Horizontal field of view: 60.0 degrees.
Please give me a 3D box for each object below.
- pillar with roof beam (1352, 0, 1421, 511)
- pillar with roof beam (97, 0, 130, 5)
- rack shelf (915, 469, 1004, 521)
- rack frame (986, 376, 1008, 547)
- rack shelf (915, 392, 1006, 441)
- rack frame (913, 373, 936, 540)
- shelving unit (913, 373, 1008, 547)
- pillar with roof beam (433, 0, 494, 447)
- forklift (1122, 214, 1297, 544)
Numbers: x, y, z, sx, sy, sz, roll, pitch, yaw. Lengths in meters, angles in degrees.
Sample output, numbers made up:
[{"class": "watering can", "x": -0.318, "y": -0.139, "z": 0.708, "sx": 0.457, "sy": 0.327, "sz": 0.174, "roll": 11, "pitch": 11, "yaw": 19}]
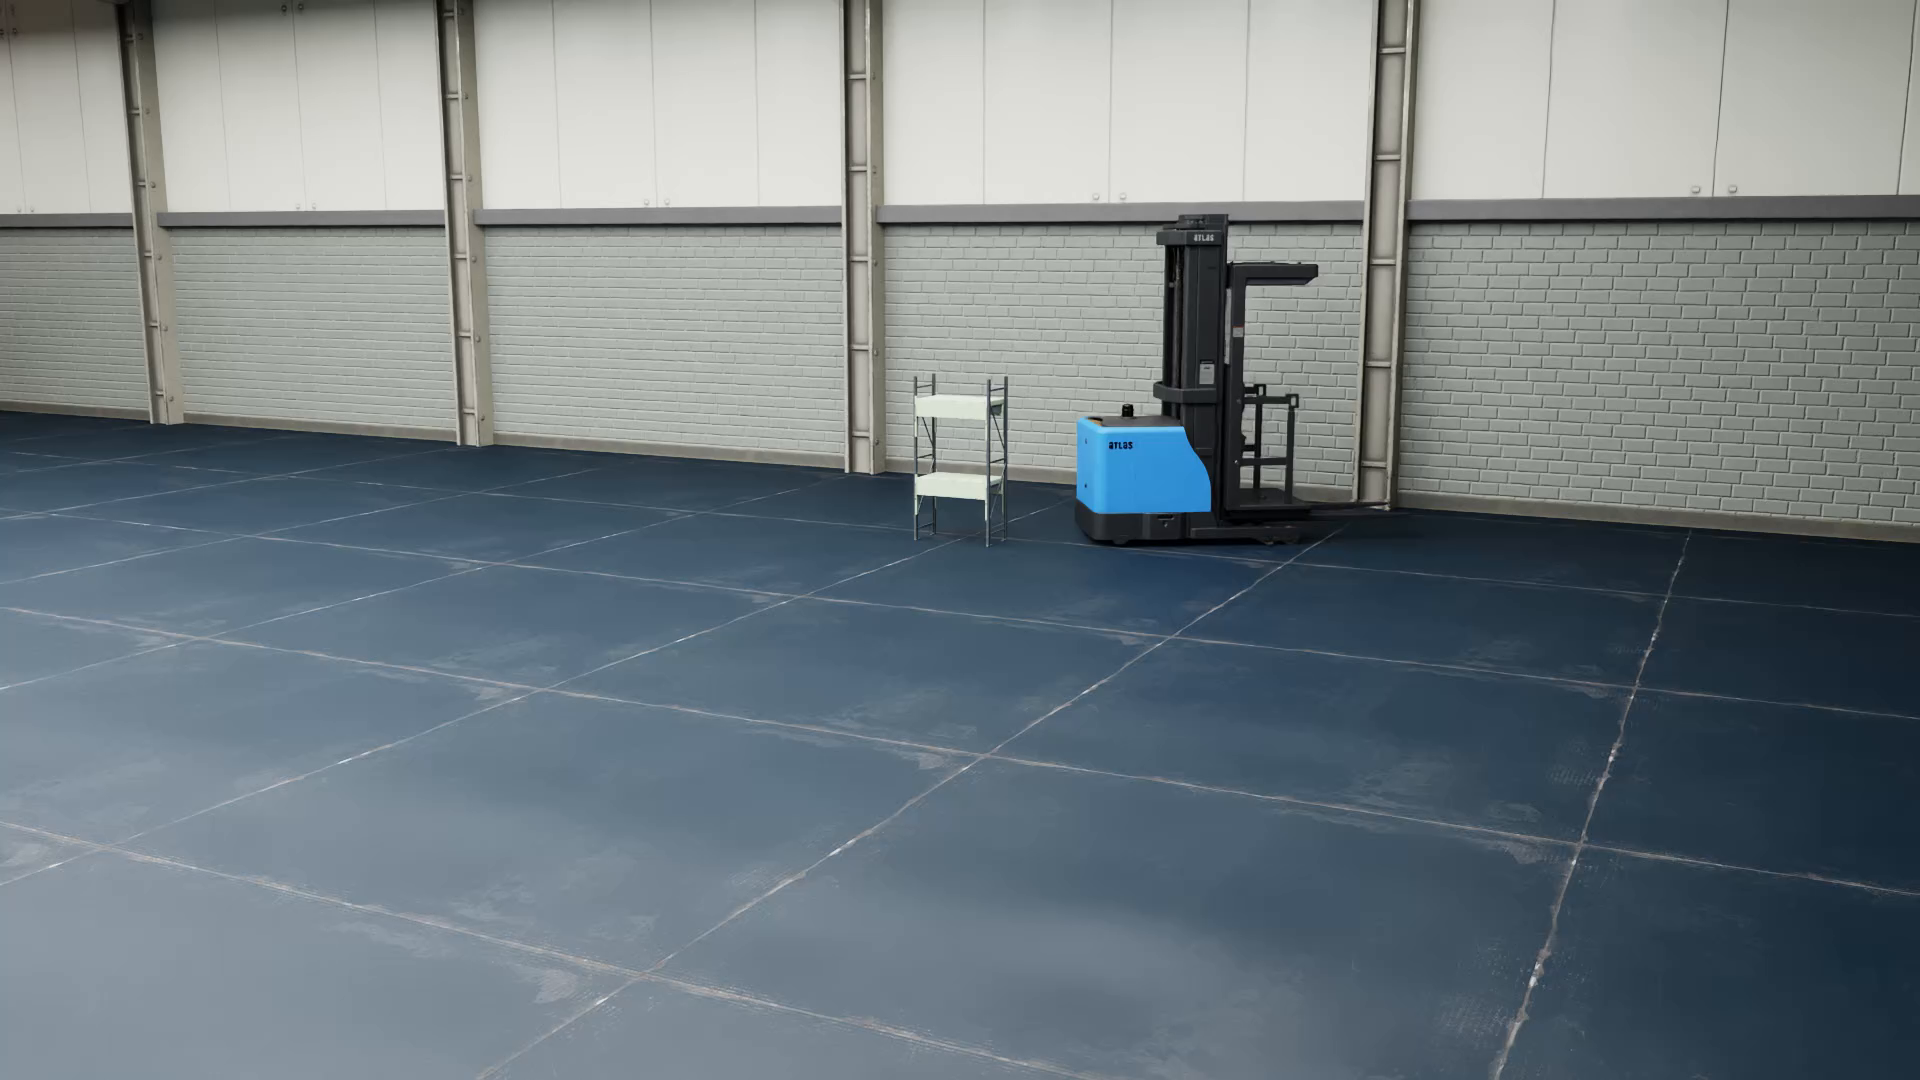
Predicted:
[{"class": "pillar with roof beam", "x": 2.356, "y": -4.077, "z": 12.512, "sx": 0.400, "sy": 9.000, "sz": 9.100, "roll": 5, "pitch": 11, "yaw": 26}, {"class": "pillar with roof beam", "x": -13.871, "y": -8.424, "z": 19.645, "sx": 0.548, "sy": 2.987, "sz": 8.718, "roll": 5, "pitch": 11, "yaw": 26}, {"class": "rack shelf", "x": 0.006, "y": -0.417, "z": 15.172, "sx": 0.720, "sy": 0.370, "sz": 0.431, "roll": 5, "pitch": 11, "yaw": 26}, {"class": "rack frame", "x": 0.334, "y": -0.709, "z": 14.954, "sx": 0.023, "sy": 1.500, "sz": 0.400, "roll": 5, "pitch": 11, "yaw": 26}, {"class": "rack shelf", "x": 0.006, "y": -1.122, "z": 15.044, "sx": 0.720, "sy": 0.370, "sz": 0.431, "roll": 5, "pitch": 11, "yaw": 26}, {"class": "rack frame", "x": -0.322, "y": -0.766, "z": 15.273, "sx": 0.023, "sy": 1.500, "sz": 0.400, "roll": 5, "pitch": 11, "yaw": 26}, {"class": "shelving unit", "x": 0.006, "y": -0.737, "z": 15.114, "sx": 0.755, "sy": 1.500, "sz": 0.431, "roll": 5, "pitch": 11, "yaw": 26}, {"class": "pillar with roof beam", "x": -8.406, "y": -5.023, "z": 17.736, "sx": 0.400, "sy": 9.000, "sz": 9.100, "roll": 5, "pitch": 11, "yaw": 26}, {"class": "forklift", "x": 2.642, "y": -1.490, "z": 15.254, "sx": 3.031, "sy": 2.935, "sz": 1.121, "roll": -1, "pitch": 10, "yaw": -7}]
